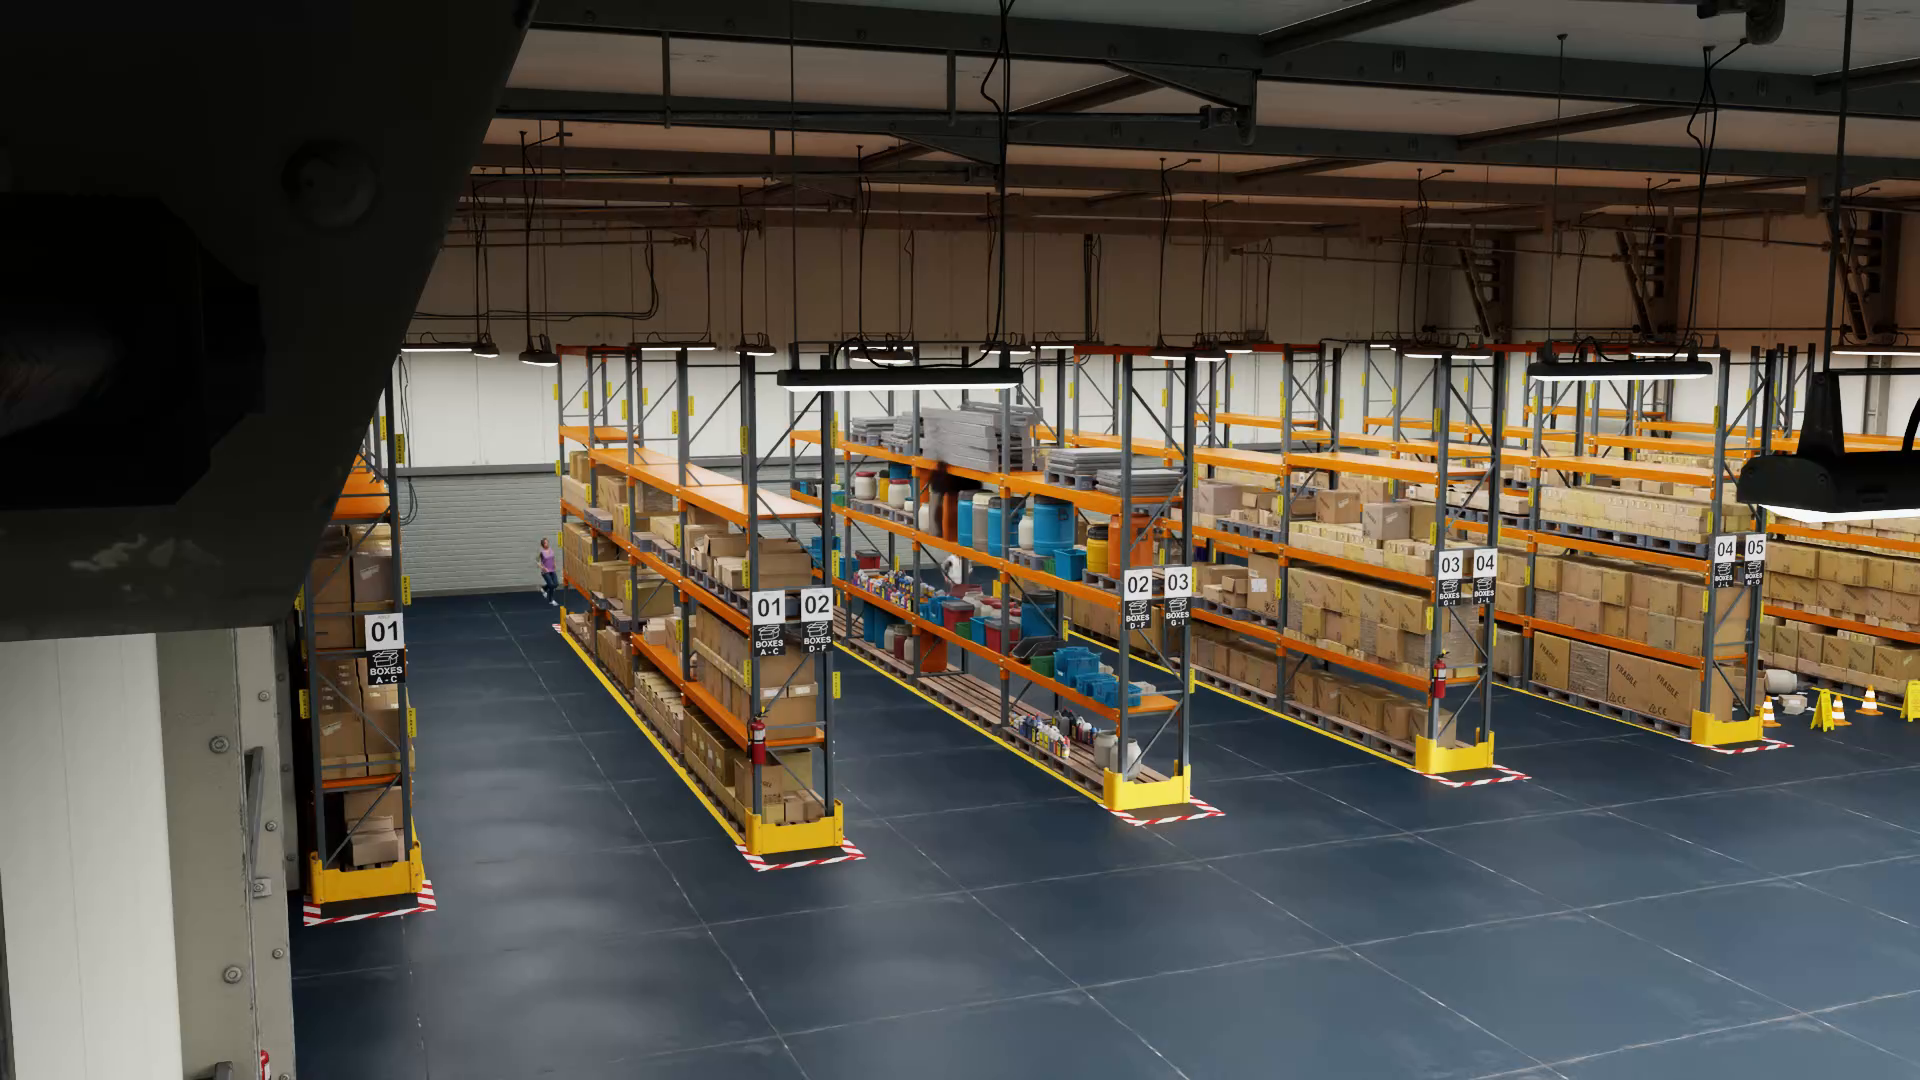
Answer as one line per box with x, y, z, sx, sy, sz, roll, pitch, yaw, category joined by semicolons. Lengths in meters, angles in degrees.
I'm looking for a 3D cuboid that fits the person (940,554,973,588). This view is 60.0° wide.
-0.025;0.931;35.672;0.627;1.800;0.726;-4;8;-30;person

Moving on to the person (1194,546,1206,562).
6.127;0.176;42.115;0.790;1.619;0.612;-7;10;-43;person

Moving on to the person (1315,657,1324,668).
6.906;1.542;31.172;0.648;1.729;0.706;-3;8;-23;person

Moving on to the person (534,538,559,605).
-9.524;0.731;38.184;0.558;1.559;0.538;5;9;34;person

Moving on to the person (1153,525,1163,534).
4.755;0.321;40.773;0.700;1.680;0.599;6;10;41;person
